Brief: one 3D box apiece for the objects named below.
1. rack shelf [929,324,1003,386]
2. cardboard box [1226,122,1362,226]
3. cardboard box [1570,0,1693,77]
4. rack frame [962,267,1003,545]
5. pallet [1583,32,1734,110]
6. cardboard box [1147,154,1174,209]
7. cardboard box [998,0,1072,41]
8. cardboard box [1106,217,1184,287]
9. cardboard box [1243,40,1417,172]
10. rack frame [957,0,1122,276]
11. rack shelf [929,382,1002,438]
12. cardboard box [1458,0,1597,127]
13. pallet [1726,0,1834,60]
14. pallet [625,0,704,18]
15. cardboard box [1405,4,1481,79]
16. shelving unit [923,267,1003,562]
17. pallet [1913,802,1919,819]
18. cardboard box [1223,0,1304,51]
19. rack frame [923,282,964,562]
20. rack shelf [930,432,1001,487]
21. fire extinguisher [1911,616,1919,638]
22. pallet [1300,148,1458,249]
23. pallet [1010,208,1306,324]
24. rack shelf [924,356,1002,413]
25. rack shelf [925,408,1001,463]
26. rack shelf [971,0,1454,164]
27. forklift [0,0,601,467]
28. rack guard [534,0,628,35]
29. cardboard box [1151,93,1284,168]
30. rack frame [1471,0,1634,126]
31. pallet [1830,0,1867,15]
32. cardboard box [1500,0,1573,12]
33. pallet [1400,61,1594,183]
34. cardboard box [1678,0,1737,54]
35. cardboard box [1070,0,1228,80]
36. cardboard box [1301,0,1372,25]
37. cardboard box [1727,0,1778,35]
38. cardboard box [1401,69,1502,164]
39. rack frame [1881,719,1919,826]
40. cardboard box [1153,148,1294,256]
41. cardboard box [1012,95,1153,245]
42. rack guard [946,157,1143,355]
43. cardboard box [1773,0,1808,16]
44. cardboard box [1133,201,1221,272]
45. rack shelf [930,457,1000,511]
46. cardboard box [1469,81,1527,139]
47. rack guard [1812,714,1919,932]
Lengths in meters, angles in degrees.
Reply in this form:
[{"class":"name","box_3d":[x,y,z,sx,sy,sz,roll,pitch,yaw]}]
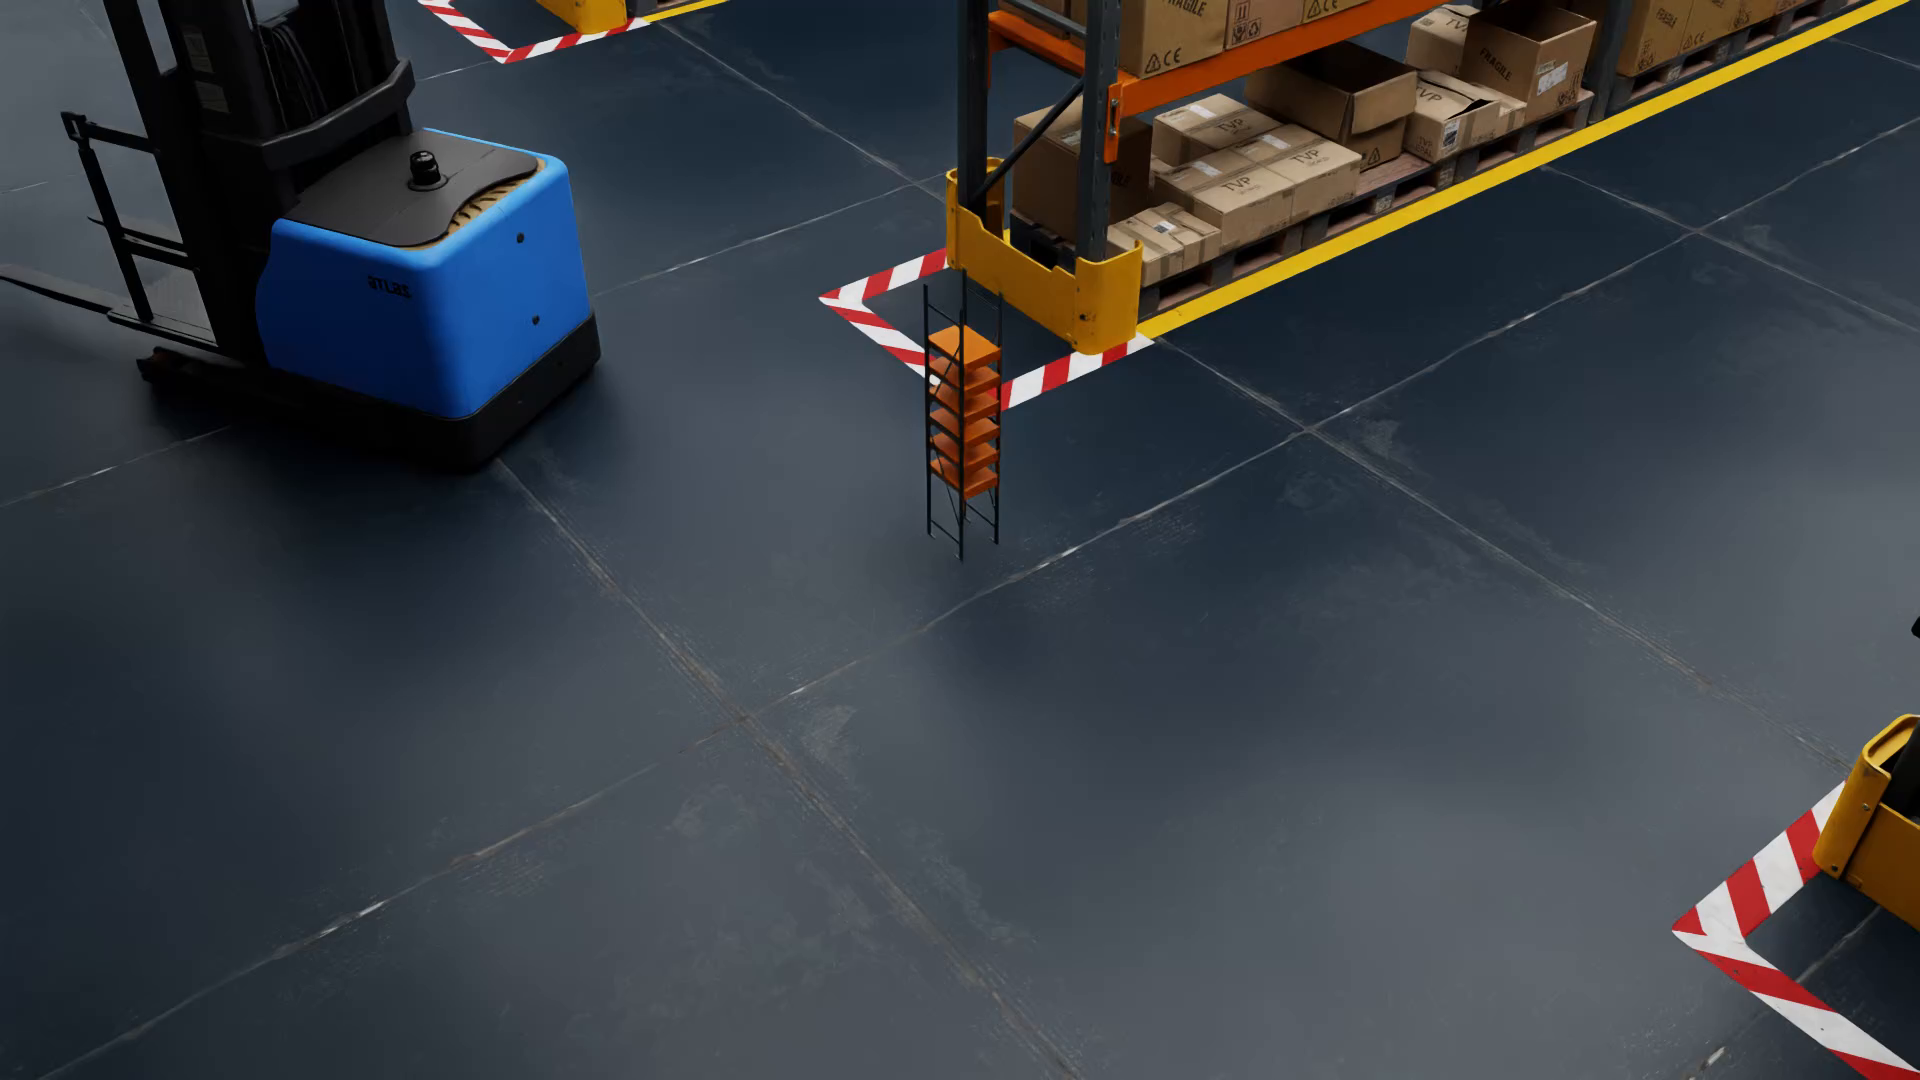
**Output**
[{"class":"rack shelf","box_3d":[0.011,-0.713,6.339,0.180,0.103,0.258,-26,46,-28]},{"class":"cardboard box","box_3d":[1.733,-1.922,8.712,0.500,0.250,0.500,-26,46,-28]},{"class":"cardboard box","box_3d":[4.040,-3.175,10.042,0.500,0.500,0.500,-28,47,-30]},{"class":"rack frame","box_3d":[0.084,-0.505,6.583,0.006,1.200,0.240,-26,46,-28]},{"class":"pallet","box_3d":[4.130,-3.162,10.601,1.213,0.211,1.003,-26,46,-28]},{"class":"cardboard box","box_3d":[0.993,-1.881,8.728,0.250,0.166,0.380,-26,46,-28]},{"class":"cardboard box","box_3d":[0.526,-2.709,7.772,0.500,0.500,0.500,-25,45,-27]},{"class":"cardboard box","box_3d":[0.878,-1.418,8.177,0.250,0.149,0.380,-26,46,-28]},{"class":"cardboard box","box_3d":[2.021,-2.383,9.075,0.637,0.503,0.797,-26,46,-28]},{"class":"rack frame","box_3d":[0.336,-2.361,7.426,0.127,3.000,1.000,-26,46,-28]},{"class":"rack shelf","box_3d":[0.011,-0.528,6.492,0.180,0.103,0.258,-26,46,-28]},{"class":"cardboard box","box_3d":[3.229,-2.748,9.522,0.500,0.500,0.500,-26,46,-28]},{"class":"pallet","box_3d":[5.098,-3.636,11.179,1.213,0.211,1.003,-26,46,-28]},{"class":"pallet","box_3d":[-2.002,-4.074,11.714,1.213,0.211,1.003,-26,46,-28]},{"class":"cardboard box","box_3d":[3.043,-2.984,9.959,0.500,0.311,0.500,-26,46,-28]},{"class":"shelving unit","box_3d":[0.011,-0.469,6.540,0.189,1.200,0.258,-26,46,-28]},{"class":"pallet","box_3d":[3.944,0.859,5.700,1.213,0.211,1.003,-26,46,-28]},{"class":"cardboard box","box_3d":[1.255,-2.640,7.688,0.500,0.500,0.500,-26,46,-28]},{"class":"rack frame","box_3d":[-0.061,-0.434,6.496,0.006,1.200,0.240,-26,46,-28]},{"class":"rack shelf","box_3d":[0.011,-0.342,6.644,0.180,0.103,0.258,-26,46,-28]},{"class":"fire extinguisher","box_3d":[2.957,0.129,4.746,0.183,0.674,0.296,-26,46,-28]},{"class":"pallet","box_3d":[1.995,-2.089,9.294,1.213,0.211,1.003,-26,46,-28]},{"class":"pallet","box_3d":[1.028,-1.621,8.723,1.213,0.211,1.003,-26,46,-28]},{"class":"rack shelf","box_3d":[0.011,-0.621,6.416,0.180,0.103,0.258,-26,46,-28]},{"class":"rack shelf","box_3d":[0.011,-0.435,6.568,0.180,0.103,0.258,-26,46,-28]},{"class":"rack shelf","box_3d":[1.922,-2.856,8.596,4.000,0.370,1.077,-26,46,-28]},{"class":"forklift","box_3d":[-3.258,-2.079,7.136,3.031,2.935,1.130,16,42,19]},{"class":"rack guard","box_3d":[-2.690,-3.871,11.238,0.348,0.500,1.175,-26,46,-28]},{"class":"cardboard box","box_3d":[1.389,-2.154,8.995,0.500,0.250,0.500,-26,46,-28]},{"class":"rack frame","box_3d":[3.508,-3.907,9.311,0.127,3.000,1.000,-26,46,-28]},{"class":"pallet","box_3d":[6.064,-4.105,11.751,1.213,0.211,1.003,-26,46,-28]},{"class":"cardboard box","box_3d":[3.724,-3.445,10.372,0.500,0.500,0.500,-26,46,-28]},{"class":"pallet","box_3d":[2.963,-2.564,9.872,1.213,0.211,1.003,-26,46,-28]},{"class":"cardboard box","box_3d":[4.456,-3.387,10.300,0.500,0.500,0.500,-25,46,-28]},{"class":"cardboard box","box_3d":[0.849,-2.438,7.442,0.500,0.500,0.500,-25,46,-27]},{"class":"cardboard box","box_3d":[1.654,-2.833,7.923,0.500,0.500,0.500,-26,46,-28]},{"class":"cardboard box","box_3d":[4.857,-3.576,10.531,0.500,0.500,0.500,-25,46,-28]},{"class":"cardboard box","box_3d":[2.634,-2.385,9.228,0.500,0.311,0.500,-26,46,-28]},{"class":"rack frame","box_3d":[3.358,0.129,4.391,0.127,3.000,1.000,-26,46,-28]},{"class":"cardboard box","box_3d":[1.337,-1.729,8.476,0.500,0.250,0.500,-26,46,-28]},{"class":"cardboard box","box_3d":[0.617,-1.898,8.487,0.500,0.500,0.500,-26,46,-28]},{"class":"rack guard","box_3d":[0.397,-1.424,8.255,0.348,0.500,1.175,-26,46,-28]},{"class":"cardboard box","box_3d":[5.258,-3.771,10.769,0.500,0.500,0.500,-28,47,-30]},{"class":"cardboard box","box_3d":[1.076,-1.521,8.290,0.250,0.166,0.380,-26,46,-28]},{"class":"rack shelf","box_3d":[0.011,-0.250,6.720,0.180,0.103,0.258,-26,46,-28]},{"class":"cardboard box","box_3d":[2.968,-2.437,9.419,0.250,0.149,0.380,-26,46,-28]},{"class":"rack guard","box_3d":[3.339,1.105,5.173,0.348,0.500,1.175,-26,46,-28]}]
